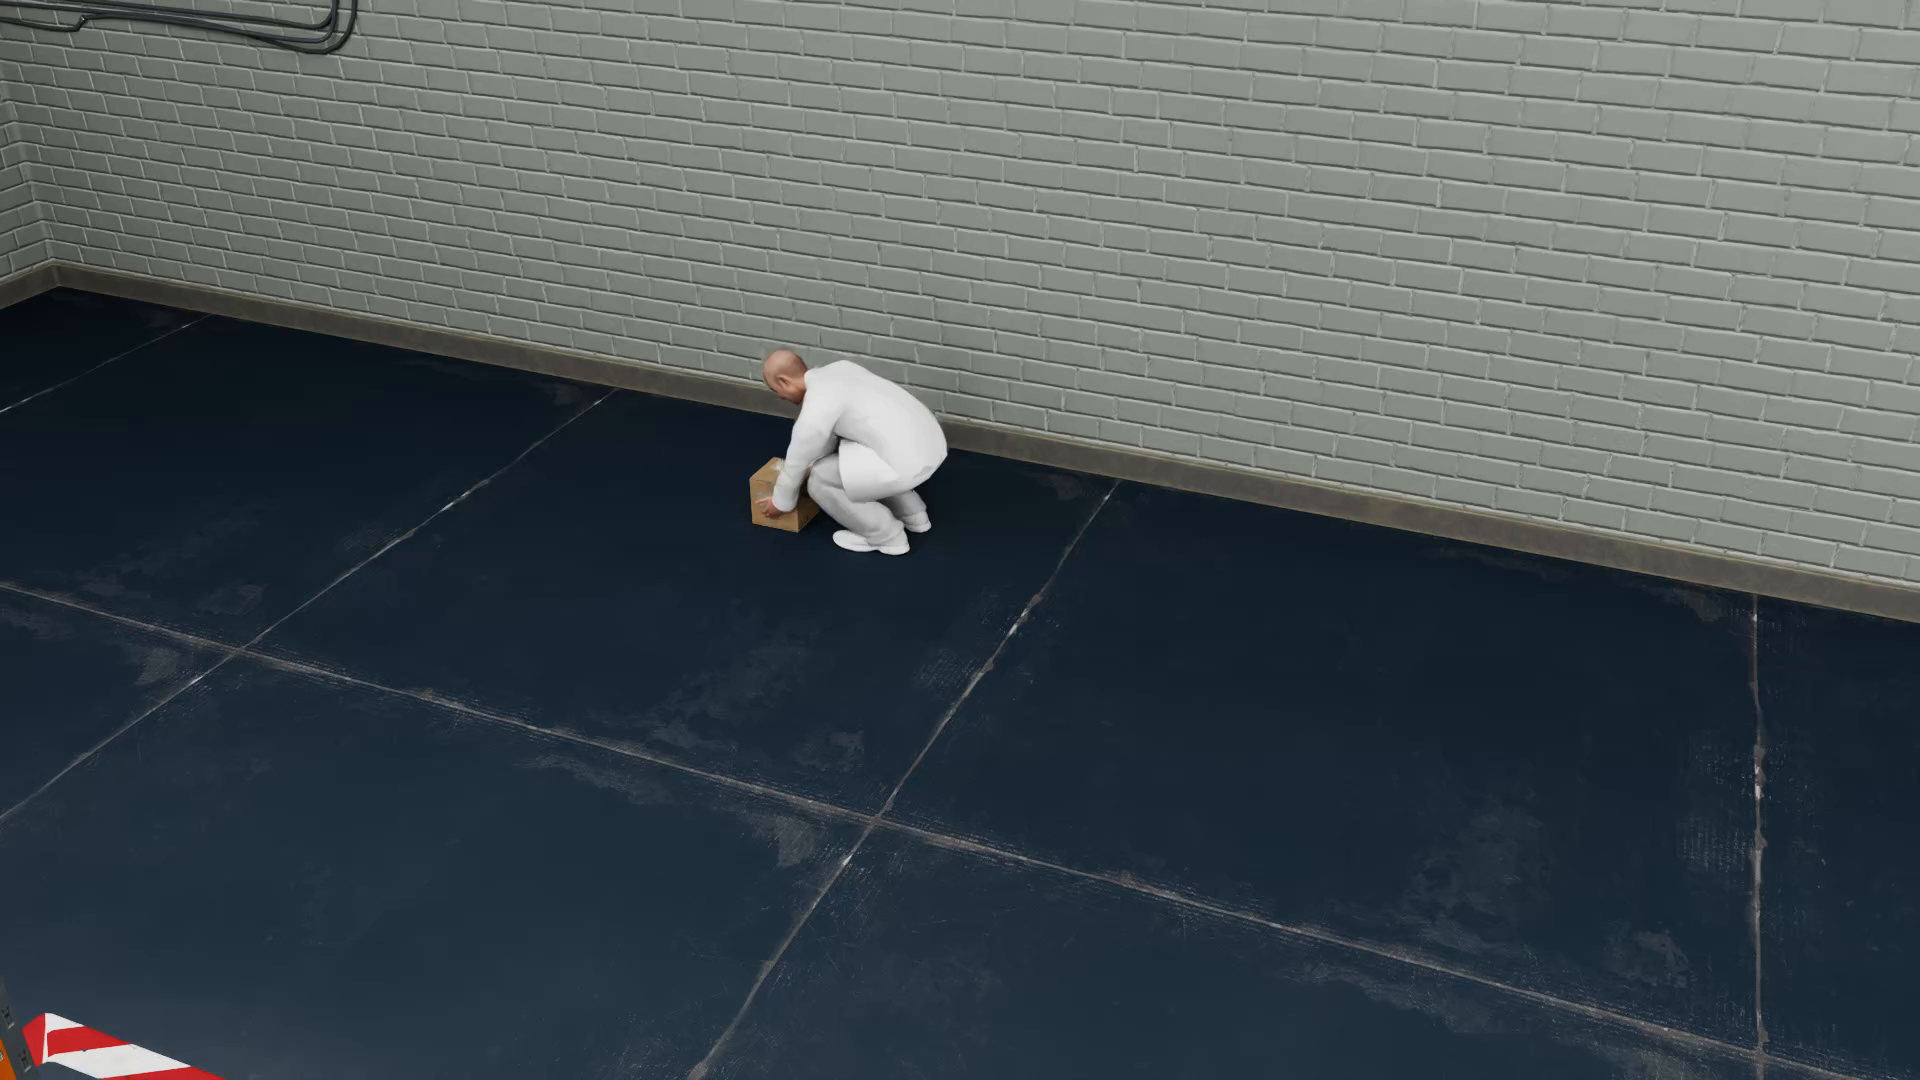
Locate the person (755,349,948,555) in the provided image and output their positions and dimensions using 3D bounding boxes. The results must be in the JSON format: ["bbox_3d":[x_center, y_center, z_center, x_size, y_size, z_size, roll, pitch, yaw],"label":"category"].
[{"bbox_3d":[-0.506,-0.426,7.813,0.909,0.891,0.609,11,31,19],"label":"person"}]
